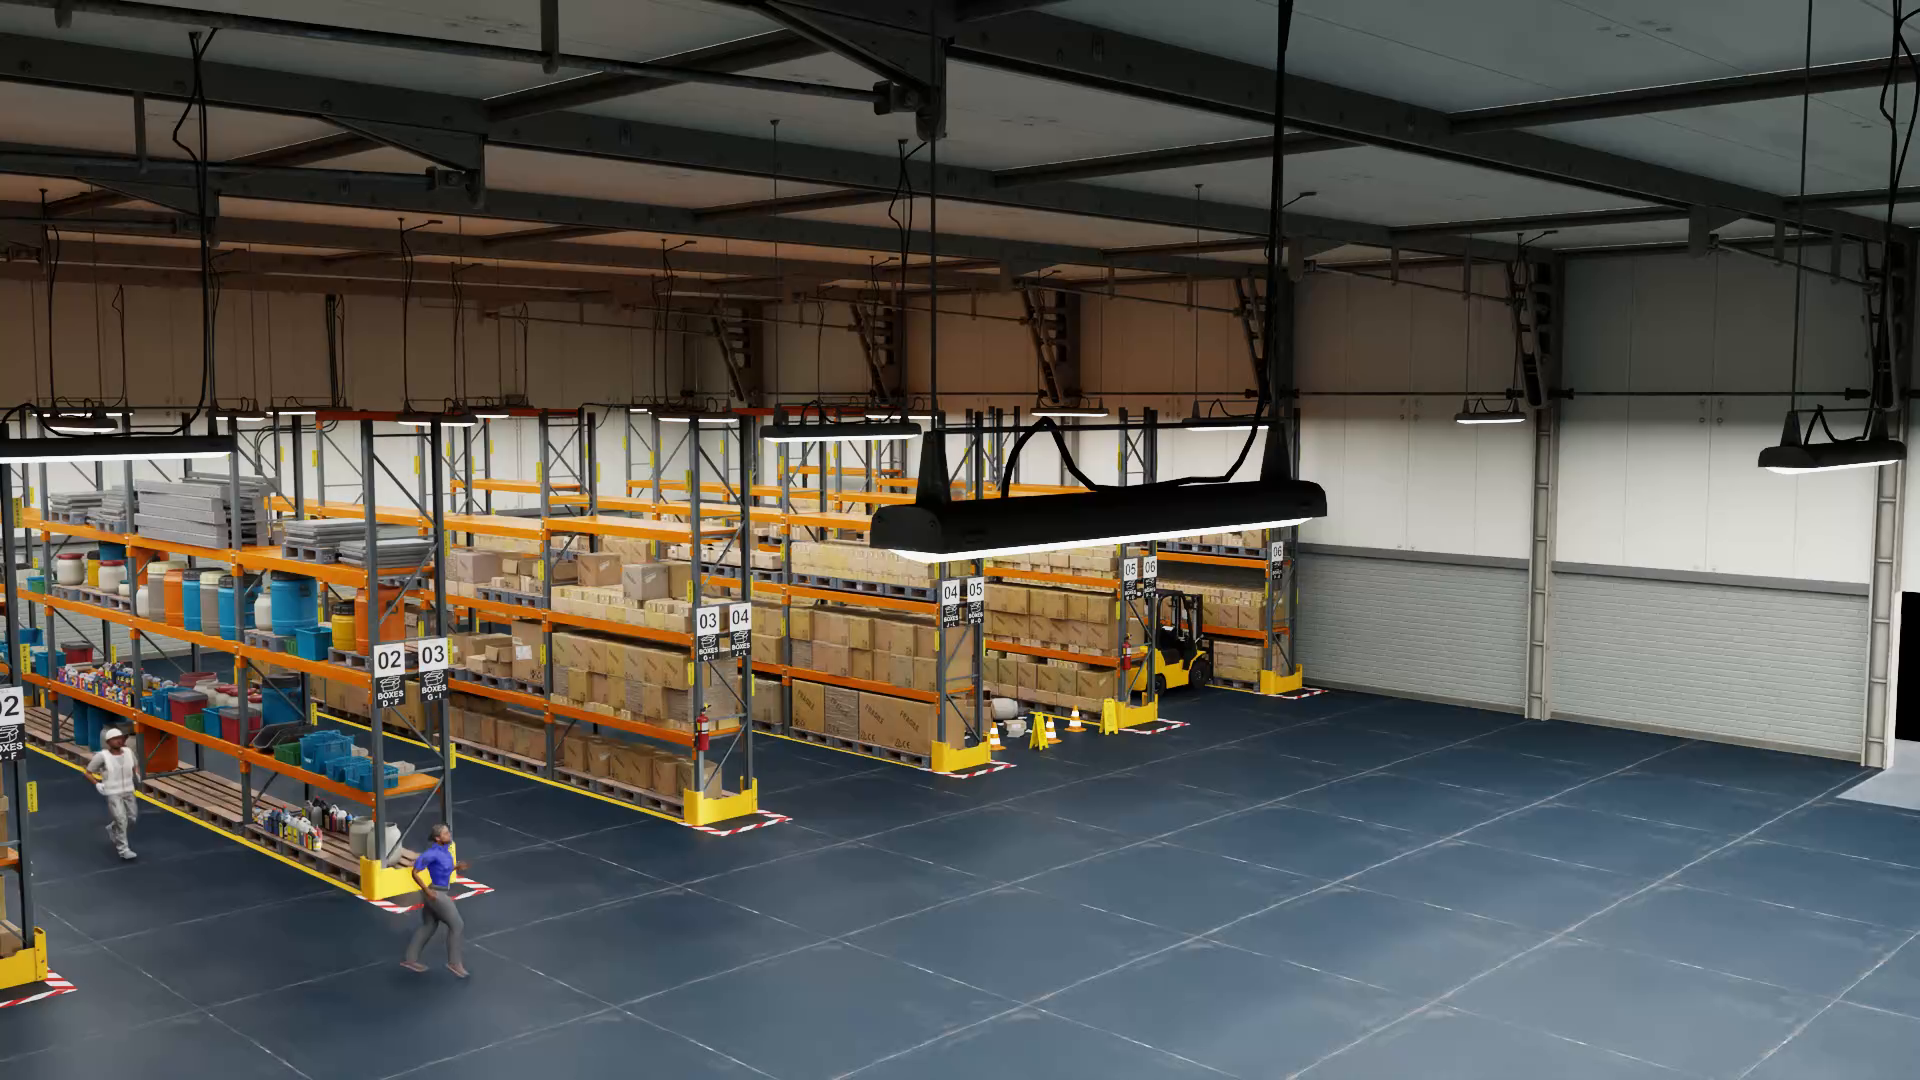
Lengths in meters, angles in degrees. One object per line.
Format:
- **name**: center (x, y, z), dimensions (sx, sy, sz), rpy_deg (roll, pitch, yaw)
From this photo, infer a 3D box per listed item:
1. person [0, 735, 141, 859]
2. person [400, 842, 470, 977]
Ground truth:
- **person**: center (-11.101, 3.546, 20.516), dimensions (3.959, 1.943, 3.889), rpy_deg (3, 6, 33)
- **person**: center (-5.706, 4.023, 18.057), dimensions (0.718, 1.525, 0.488), rpy_deg (-1, 5, -15)
